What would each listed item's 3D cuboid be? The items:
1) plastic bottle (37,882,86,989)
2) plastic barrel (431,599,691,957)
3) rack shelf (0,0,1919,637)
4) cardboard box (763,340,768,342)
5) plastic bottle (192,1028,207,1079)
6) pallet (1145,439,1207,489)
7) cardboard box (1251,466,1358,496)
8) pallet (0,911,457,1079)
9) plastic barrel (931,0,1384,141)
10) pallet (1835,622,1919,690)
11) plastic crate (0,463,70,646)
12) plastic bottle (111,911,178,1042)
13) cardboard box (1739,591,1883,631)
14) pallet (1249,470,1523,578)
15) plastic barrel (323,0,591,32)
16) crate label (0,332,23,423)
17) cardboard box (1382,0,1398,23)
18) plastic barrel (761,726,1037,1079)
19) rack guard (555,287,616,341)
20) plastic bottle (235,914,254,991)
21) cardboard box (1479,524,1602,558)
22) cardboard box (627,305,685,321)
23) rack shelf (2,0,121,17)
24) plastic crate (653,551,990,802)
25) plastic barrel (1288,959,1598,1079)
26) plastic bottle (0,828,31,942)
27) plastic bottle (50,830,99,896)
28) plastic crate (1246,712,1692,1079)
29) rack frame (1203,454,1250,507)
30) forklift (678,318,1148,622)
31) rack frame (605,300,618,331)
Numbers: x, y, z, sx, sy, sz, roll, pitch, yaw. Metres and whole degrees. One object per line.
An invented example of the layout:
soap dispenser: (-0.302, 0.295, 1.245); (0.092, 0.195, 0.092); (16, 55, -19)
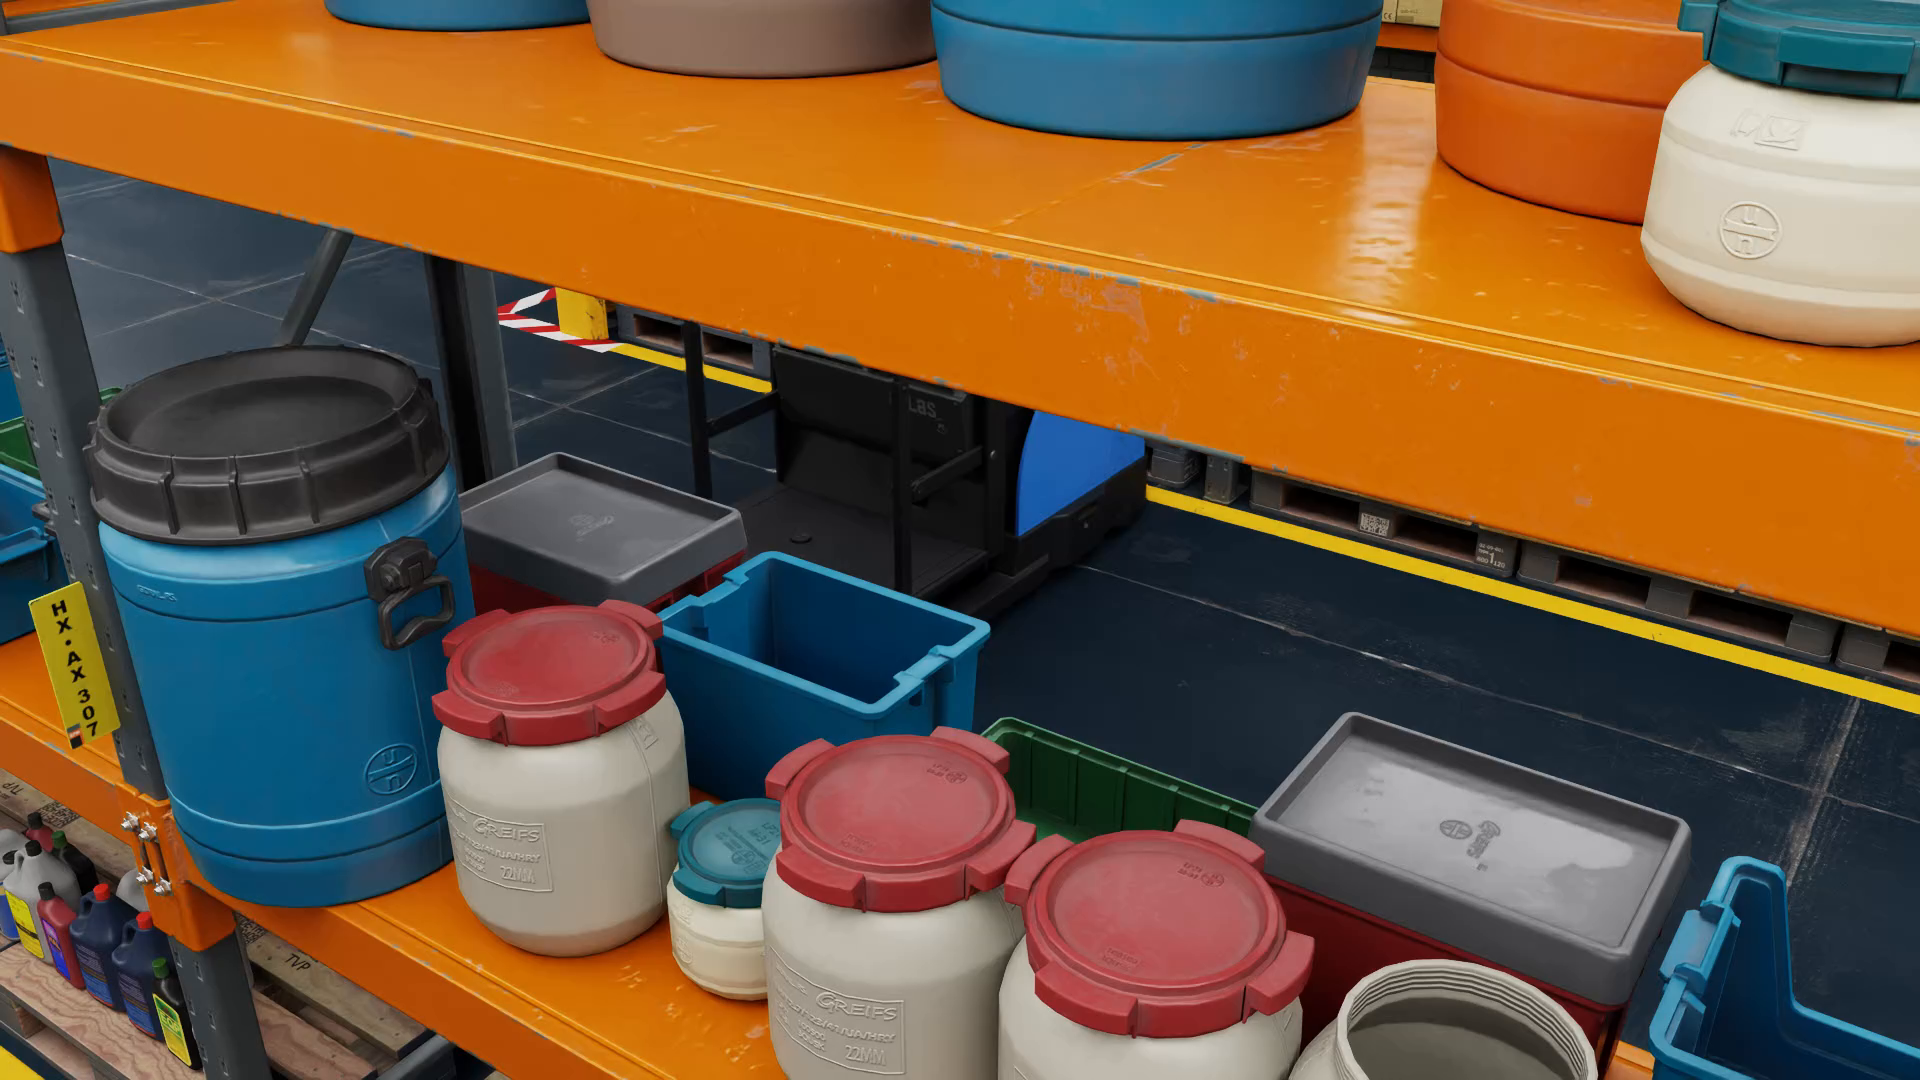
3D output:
plastic bottle: (-2.371, 1.043, 4.403); (0.133, 0.283, 0.061); (20, 33, 34)
plastic barrel: (-0.697, 0.429, 2.951); (0.433, 0.535, 0.433); (0, 27, 0)
rack shelf: (0.287, -0.341, 2.099); (4.000, 0.370, 1.077); (17, 32, 30)
cardboard box: (-0.709, -1.202, 8.873); (0.500, 0.250, 0.500); (17, 32, 30)
plastic bottle: (-1.837, 1.236, 4.114); (0.097, 0.201, 0.097); (0, 27, 0)
pallet: (0.815, -0.667, 8.327); (1.213, 0.211, 1.003); (17, 32, 30)
cardboard box: (1.639, -0.455, 7.405); (0.500, 0.250, 0.500); (16, 31, 29)
pallet: (-1.891, 1.216, 4.627); (1.213, 0.211, 1.003); (17, 32, 30)
plastic barrel: (0.259, -1.013, 2.074); (0.708, 0.901, 0.600); (17, 32, 30)
pallet: (4.087, 0.355, 6.320); (1.213, 0.211, 1.003); (17, 32, 30)
plastic crate: (-2.427, 0.045, 4.018); (0.616, 0.251, 0.499); (17, 32, 30)
plastic bottle: (-2.055, 1.088, 4.240); (0.185, 0.351, 0.144); (16, 31, 29)
cardboard box: (3.332, 0.071, 6.372); (0.500, 0.250, 0.500); (18, 32, 31)
pallet: (2.076, -0.272, 7.552); (1.213, 0.211, 1.003); (17, 32, 30)
plastic barrel: (-0.819, -1.349, 2.734); (0.708, 0.901, 0.600); (17, 32, 30)
crate label: (-2.988, -0.510, 4.906); (0.616, 0.435, 0.502); (17, 32, 30)
cardboard box: (2.857, -3.747, 11.449); (0.500, 0.250, 0.500); (17, 32, 30)
plastic barrel: (-0.092, 0.617, 2.580); (0.433, 0.535, 0.433); (0, 27, 0)
rack guard: (-1.871, -1.609, 9.860); (0.348, 0.500, 1.175); (17, 32, 30)
plastic bottle: (-1.974, 1.035, 4.345); (0.185, 0.351, 0.144); (17, 32, 30)
cardboard box: (2.488, -0.191, 6.887); (0.500, 0.250, 0.500); (16, 31, 29)
cardboard box: (-1.535, -1.457, 9.375); (0.500, 0.250, 0.500); (17, 32, 30)
rack shelf: (-3.010, -1.368, 4.117); (4.000, 0.370, 1.077); (17, 32, 30)
plastic crate: (-0.276, 0.336, 3.301); (0.575, 0.384, 0.392); (17, 32, 30)
plastic barrel: (0.620, 0.846, 2.156); (0.421, 0.512, 0.421); (0, 27, 0)
plastic bottle: (-2.611, 0.946, 4.601); (0.135, 0.276, 0.152); (18, 32, 31)
plastic bottle: (-2.443, 0.941, 4.603); (0.133, 0.283, 0.061); (17, 32, 30)
plastic crate: (0.777, 0.631, 2.633); (0.583, 0.464, 0.402); (17, 32, 30)
rack frame: (1.446, -1.689, 7.262); (0.127, 3.000, 1.000); (17, 32, 30)
forklift: (-0.448, -1.011, 6.005); (1.130, 2.935, 3.031); (18, 32, 32)
rack frame: (-1.851, -2.716, 9.281); (0.127, 3.000, 1.000); (17, 32, 30)
